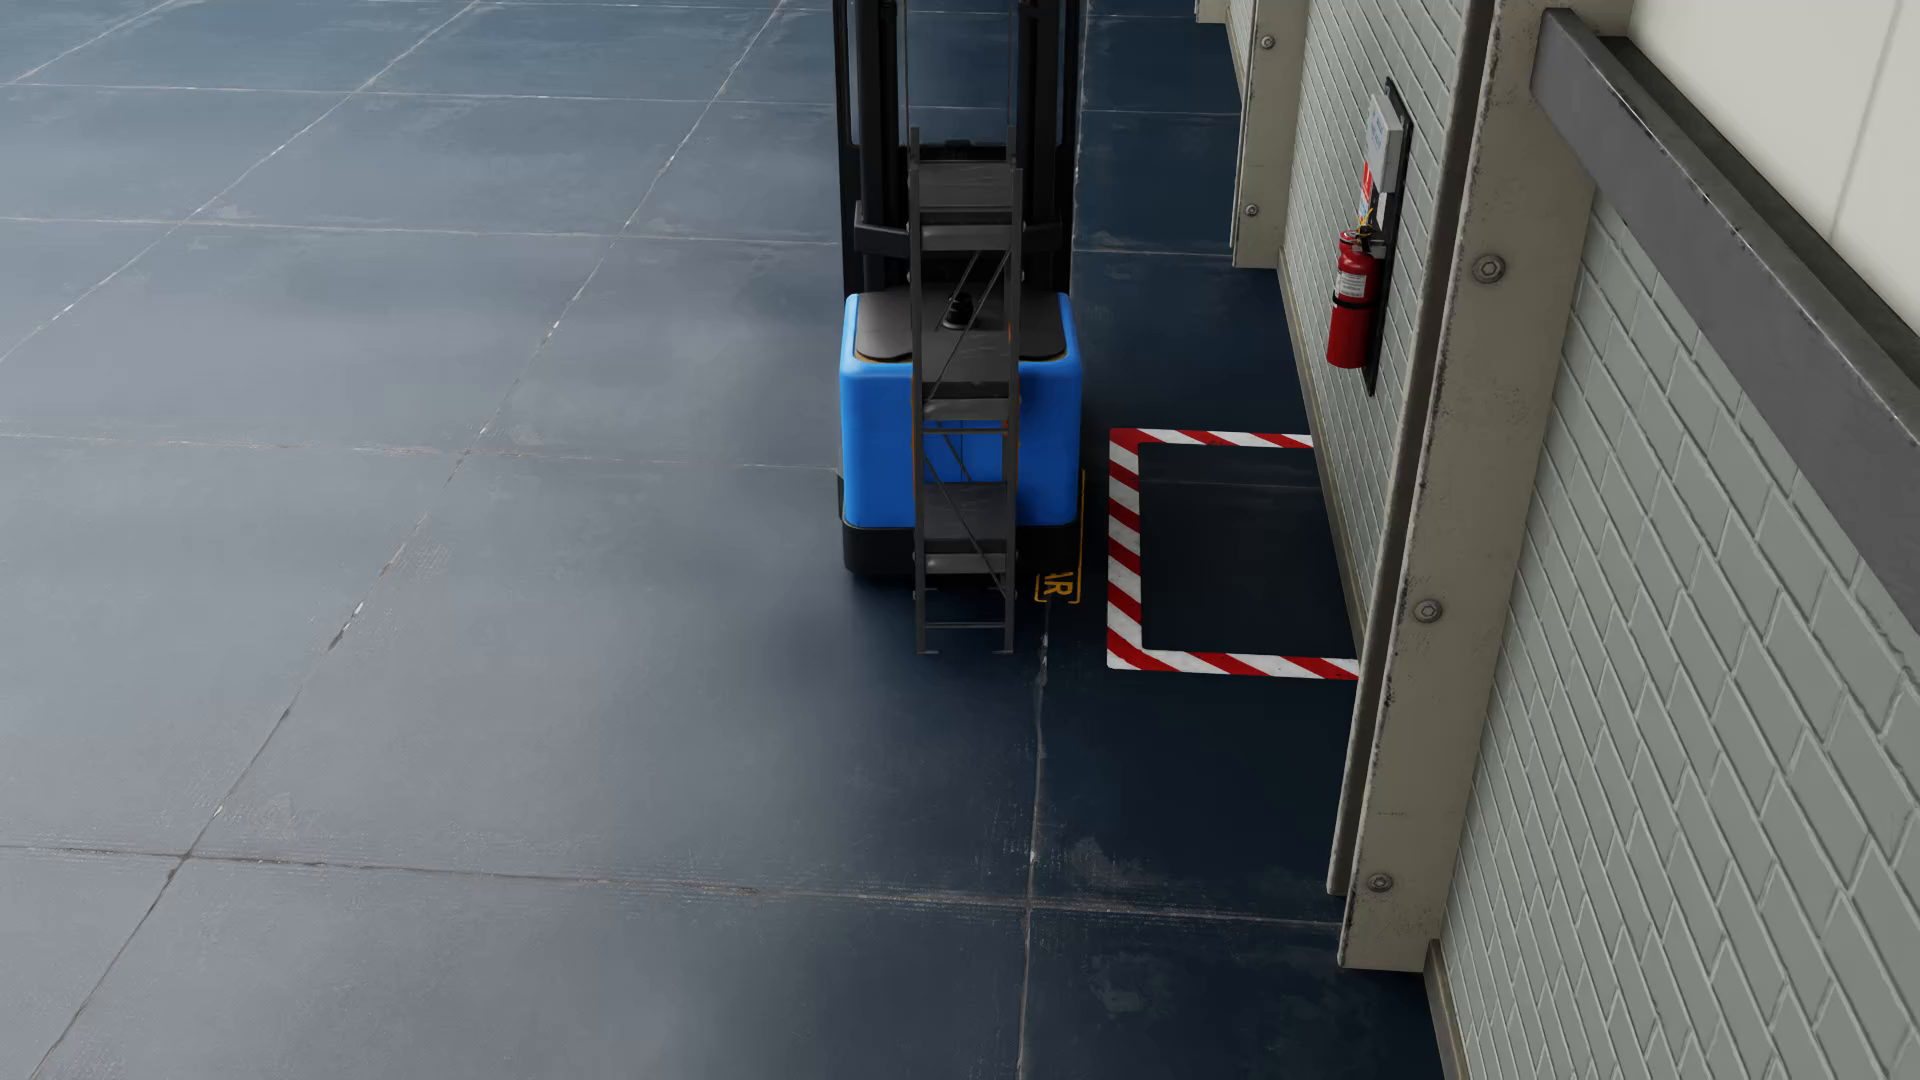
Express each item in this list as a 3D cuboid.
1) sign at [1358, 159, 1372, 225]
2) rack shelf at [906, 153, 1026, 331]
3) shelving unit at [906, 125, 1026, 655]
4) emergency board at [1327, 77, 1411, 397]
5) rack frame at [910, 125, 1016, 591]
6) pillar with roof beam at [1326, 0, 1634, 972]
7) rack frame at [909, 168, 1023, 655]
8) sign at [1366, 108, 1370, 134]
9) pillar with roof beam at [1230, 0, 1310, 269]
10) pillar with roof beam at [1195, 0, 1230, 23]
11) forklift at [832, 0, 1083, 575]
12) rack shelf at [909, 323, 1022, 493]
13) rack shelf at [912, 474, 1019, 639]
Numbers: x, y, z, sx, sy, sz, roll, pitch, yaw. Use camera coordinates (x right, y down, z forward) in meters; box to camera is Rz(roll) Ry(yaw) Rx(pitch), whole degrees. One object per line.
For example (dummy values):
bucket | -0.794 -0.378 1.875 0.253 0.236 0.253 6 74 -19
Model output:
sign | 1.804 -1.560 7.388 0.001 0.329 0.234 2 32 4
rack shelf | 0.017 -1.128 6.272 0.431 0.518 0.480 -1 32 -1
shelving unit | 0.017 -0.544 6.632 0.431 2.100 0.503 -1 32 -1
emergency board | 1.656 -1.260 6.935 0.194 1.169 0.643 2 32 4
rack frame | 0.012 -0.672 6.839 0.400 2.100 0.015 -1 32 -1
pillar with roof beam | -2.874 -2.707 3.566 9.100 9.000 0.400 2 32 4
rack frame | 0.022 -0.416 6.424 0.400 2.100 0.015 -1 32 -1
sign | 1.795 -1.783 7.246 0.001 0.109 0.331 2 32 4
pillar with roof beam | -2.385 -5.845 8.656 9.100 9.000 0.400 2 32 4
pillar with roof beam | -1.897 -8.982 13.747 9.100 9.000 0.400 2 32 4
forklift | -0.022 -1.828 7.923 1.130 2.935 3.031 -1 32 -1
rack shelf | 0.017 -0.533 6.639 0.431 0.518 0.480 -1 32 -1
rack shelf | 0.017 0.063 7.006 0.431 0.518 0.480 -1 32 -1
